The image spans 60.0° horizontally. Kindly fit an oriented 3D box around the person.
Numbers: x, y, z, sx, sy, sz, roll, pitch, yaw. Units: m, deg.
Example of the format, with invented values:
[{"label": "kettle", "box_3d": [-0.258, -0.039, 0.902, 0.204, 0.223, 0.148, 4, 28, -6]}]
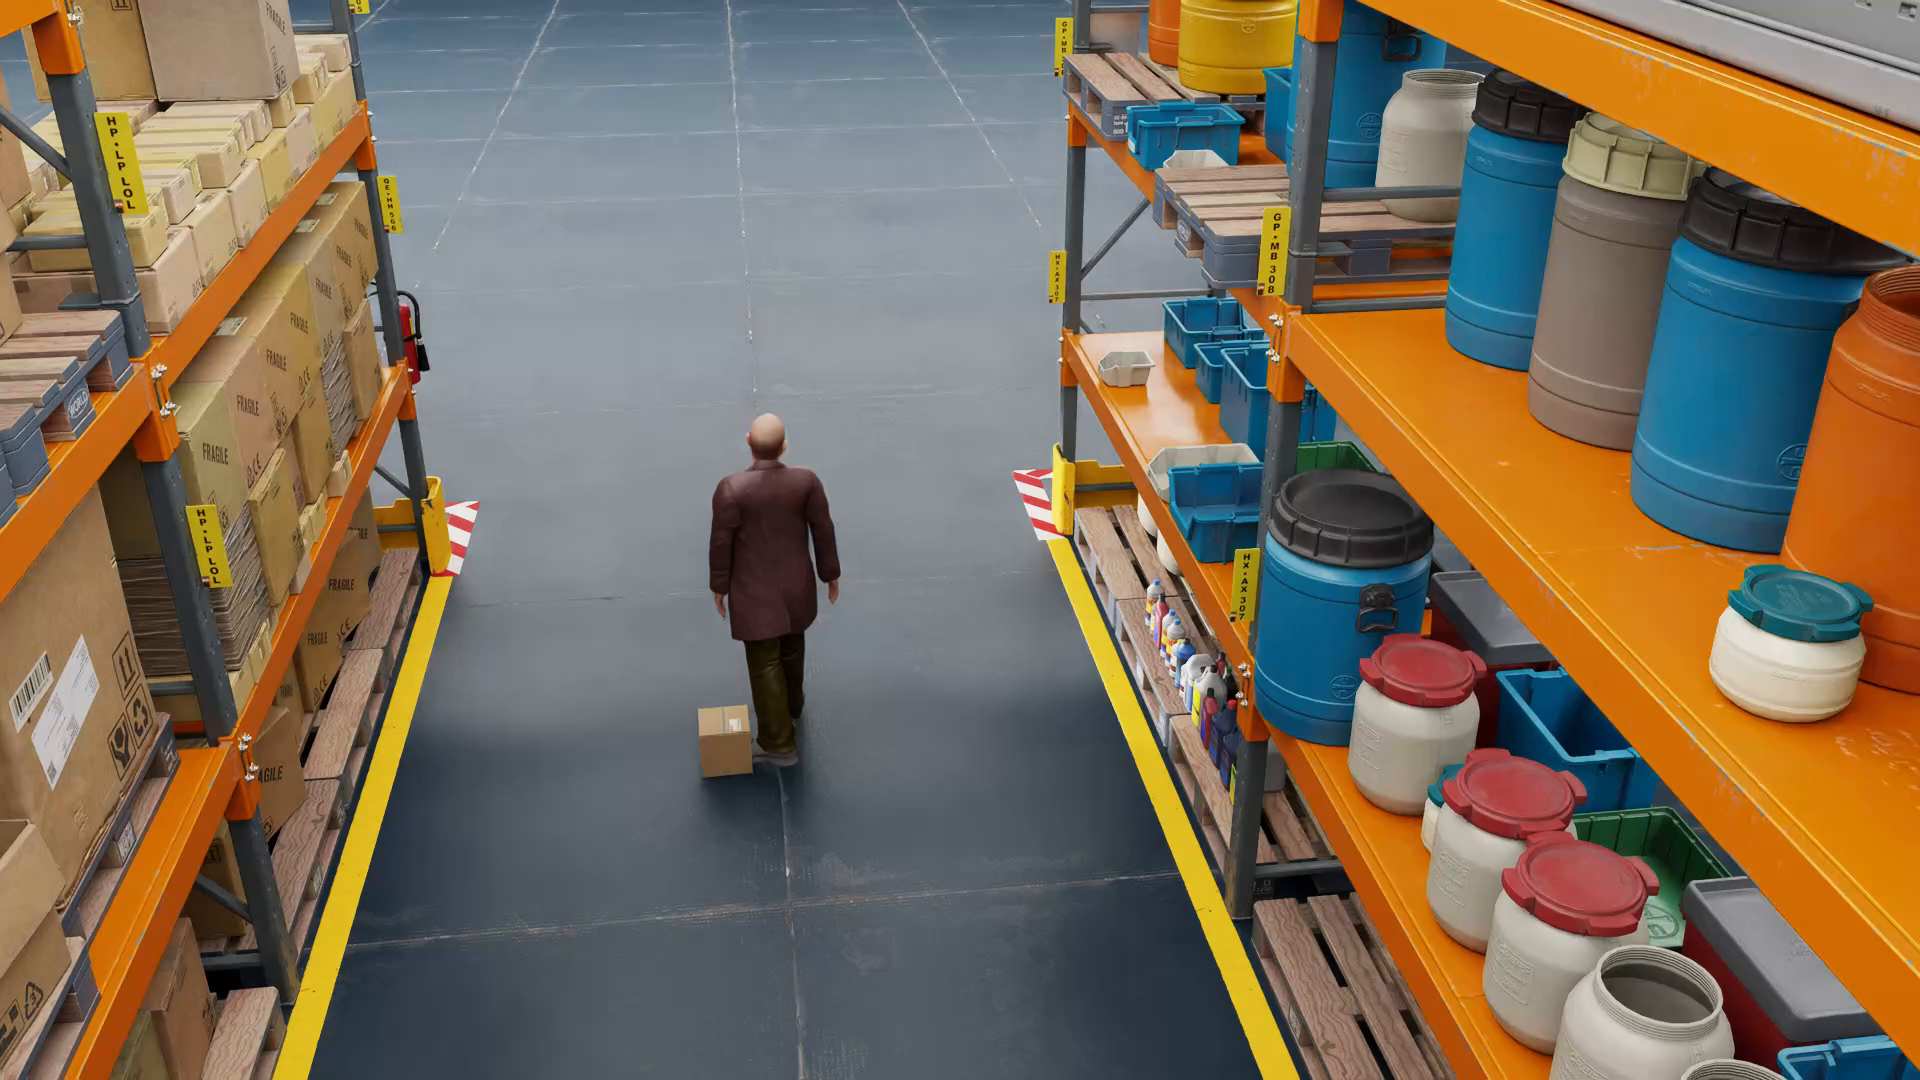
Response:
[{"label": "person", "box_3d": [-0.917, 0.214, 8.204, 0.652, 1.777, 0.690, -12, 29, -23]}]
